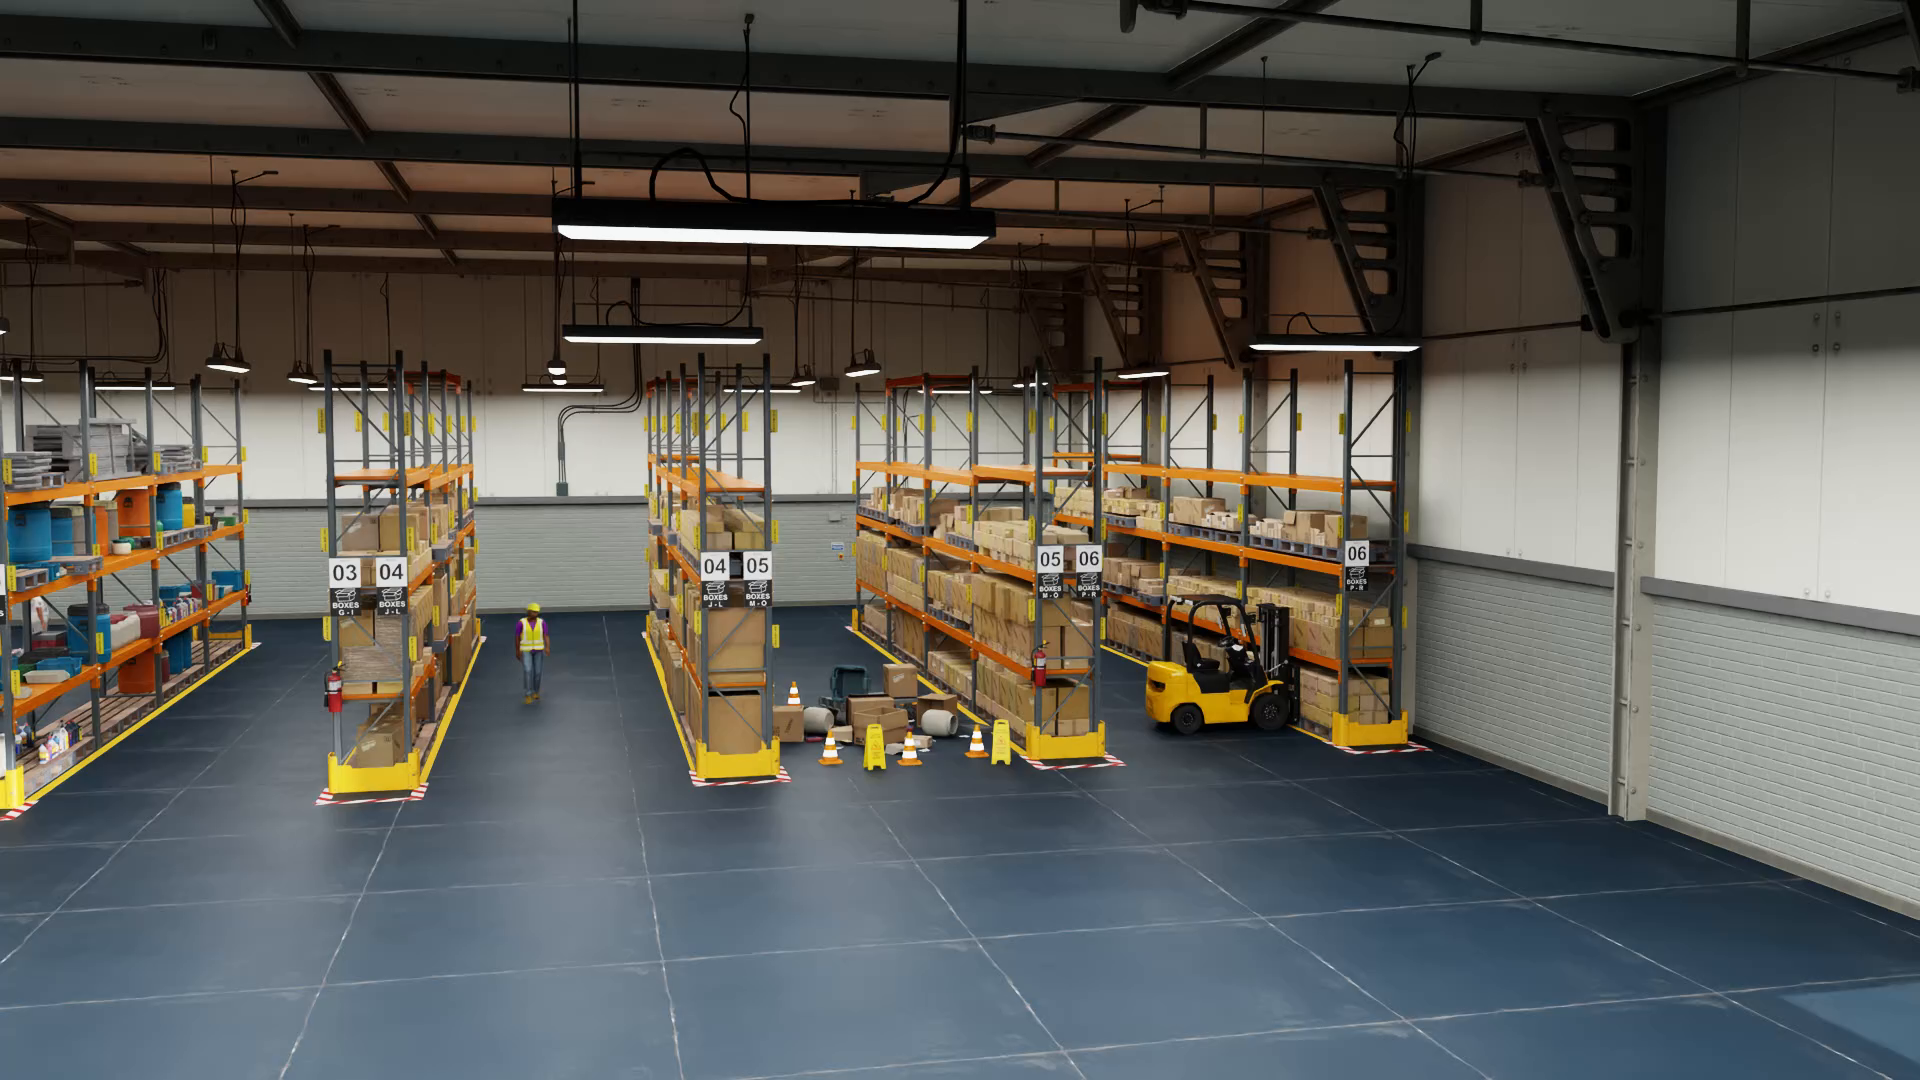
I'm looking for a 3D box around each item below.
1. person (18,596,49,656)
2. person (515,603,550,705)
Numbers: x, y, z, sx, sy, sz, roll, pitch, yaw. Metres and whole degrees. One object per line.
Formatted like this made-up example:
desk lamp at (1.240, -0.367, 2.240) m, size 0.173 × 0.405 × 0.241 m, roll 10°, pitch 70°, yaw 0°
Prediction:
person at (-19.289, 1.702, 34.657) m, size 0.612 × 1.749 × 0.833 m, roll 2°, pitch 5°, yaw 32°
person at (-7.696, 1.996, 30.061) m, size 0.588 × 1.681 × 0.721 m, roll -2°, pitch 4°, yaw -26°
